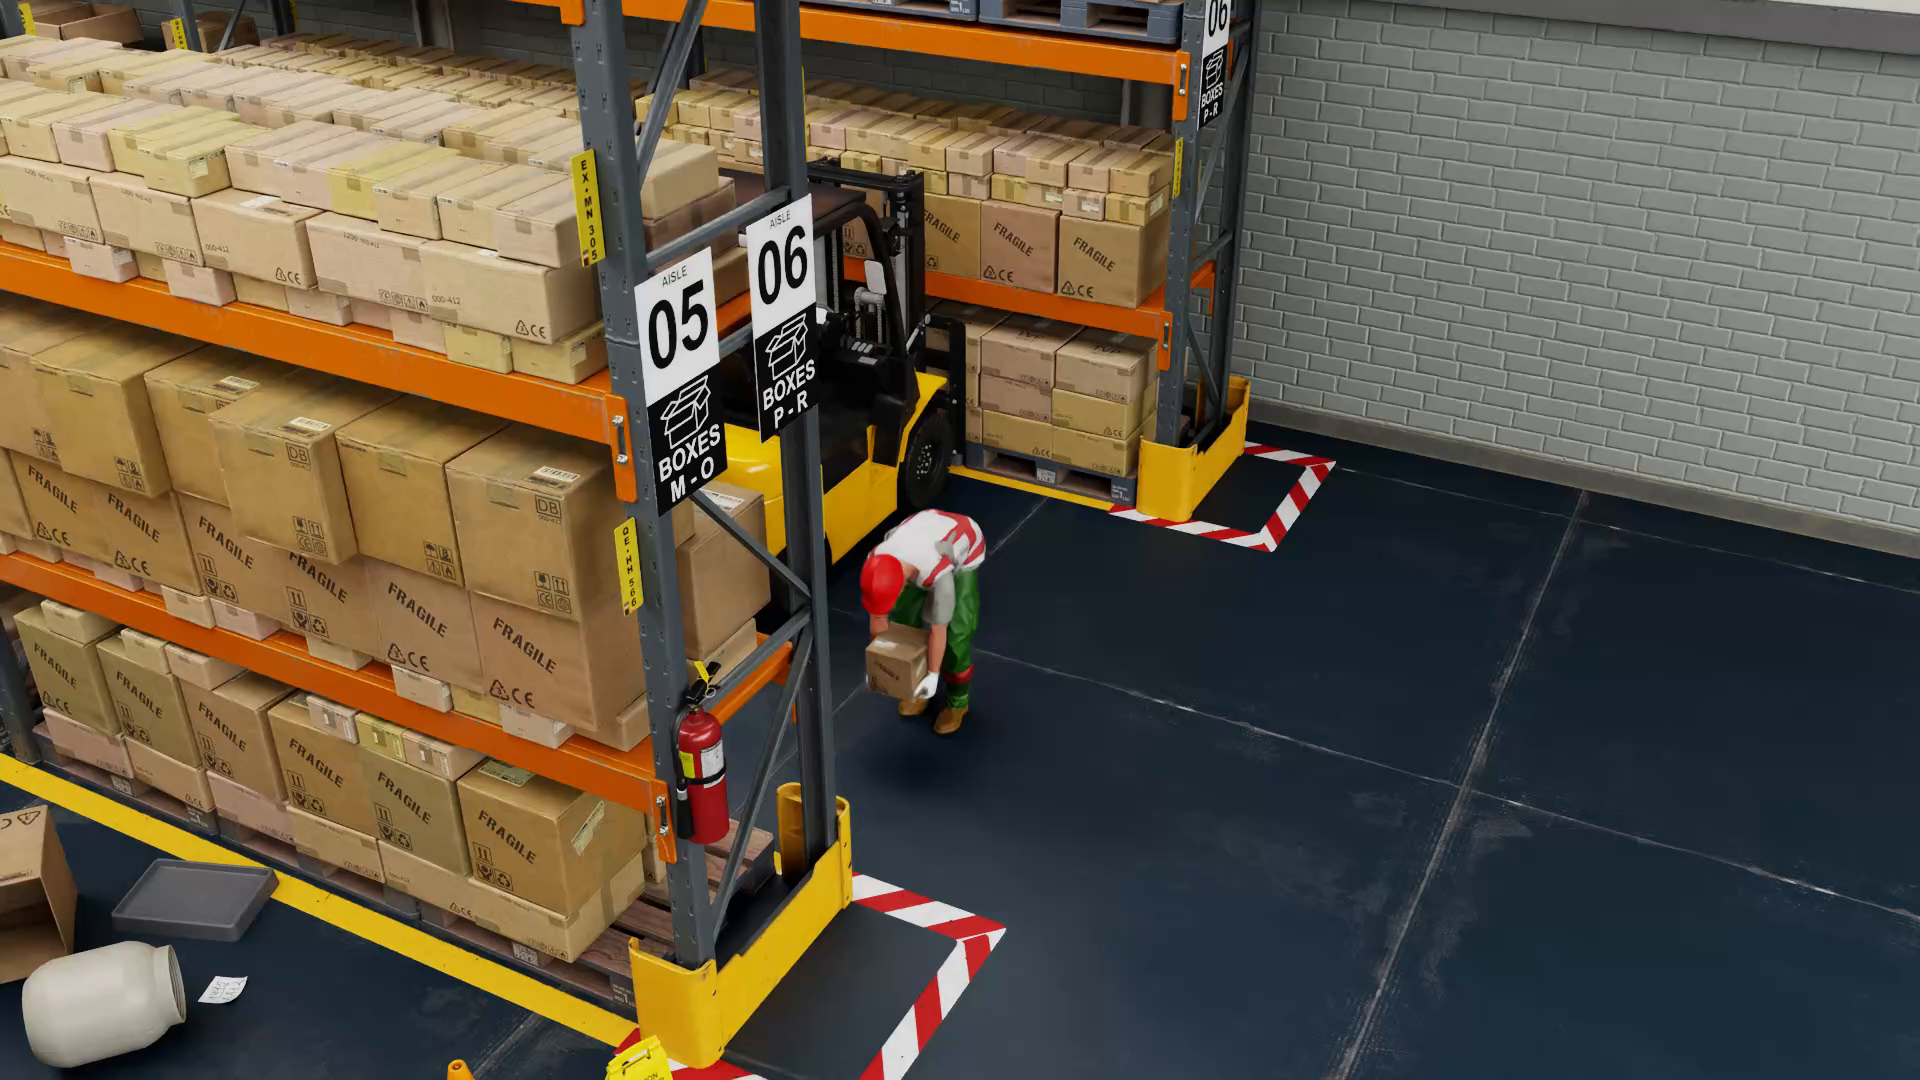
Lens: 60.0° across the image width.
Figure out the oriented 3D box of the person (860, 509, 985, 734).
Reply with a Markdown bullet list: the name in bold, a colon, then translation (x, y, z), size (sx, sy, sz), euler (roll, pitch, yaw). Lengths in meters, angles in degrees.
- **person**: translation (-0.210, 0.442, 8.068), size (0.483, 1.218, 0.949), euler (13, 32, 22)
